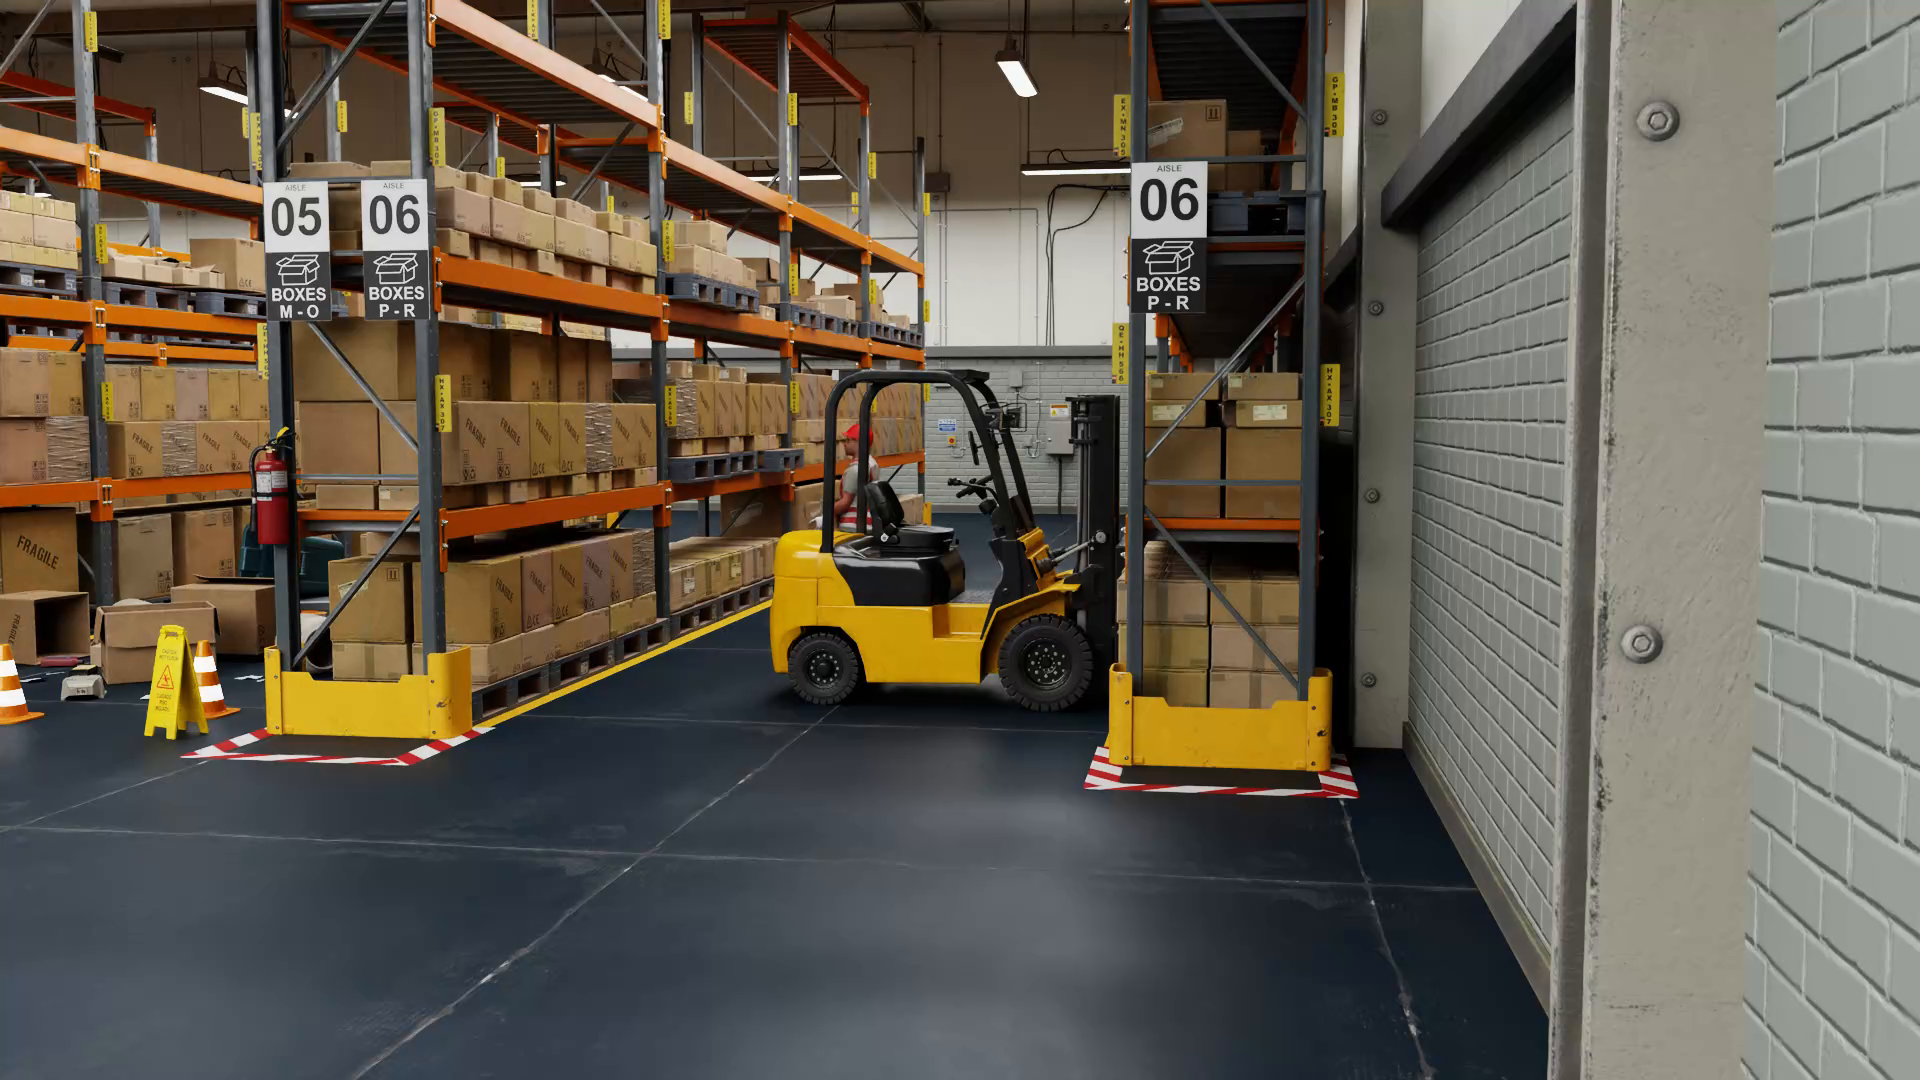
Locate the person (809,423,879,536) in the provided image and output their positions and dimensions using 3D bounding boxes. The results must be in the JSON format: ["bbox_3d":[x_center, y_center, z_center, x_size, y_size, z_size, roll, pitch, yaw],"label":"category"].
[{"bbox_3d":[-0.951,-0.069,13.797,0.547,1.793,0.519,1,4,8],"label":"person"}]
